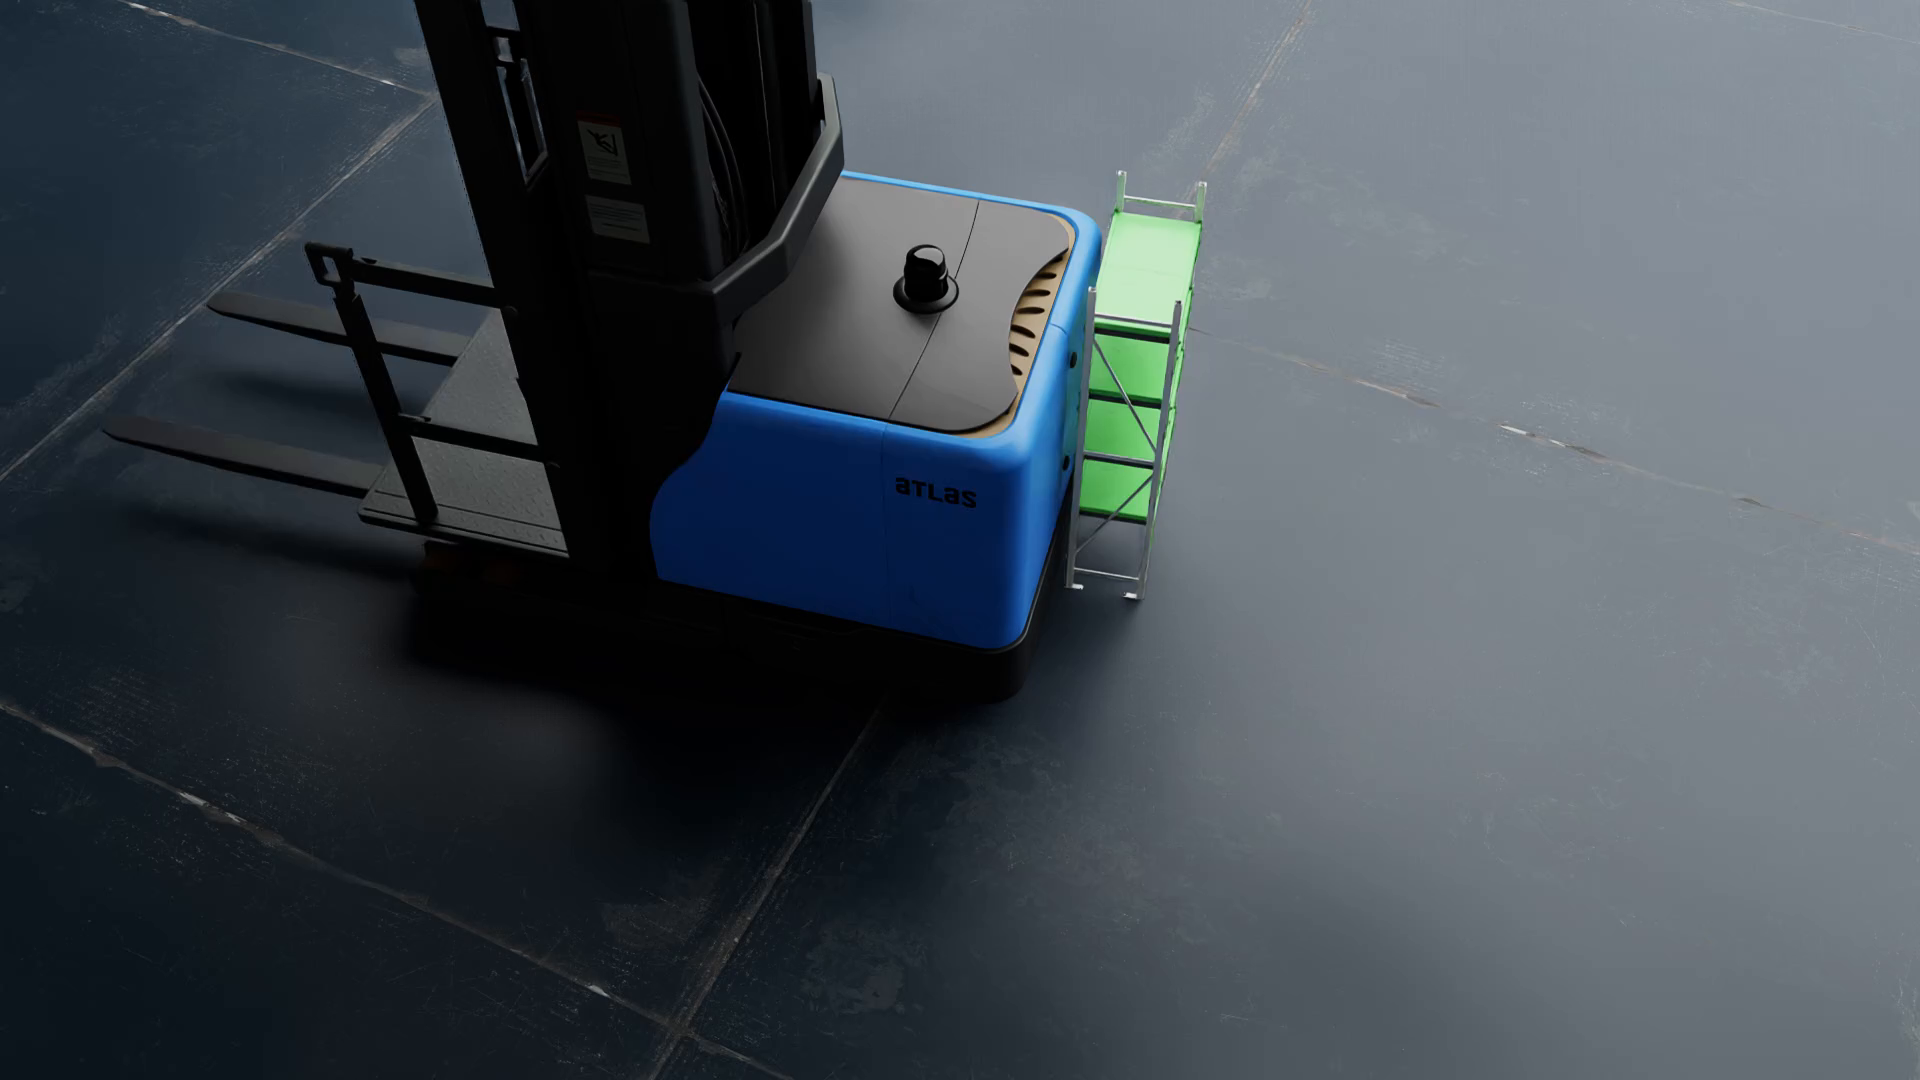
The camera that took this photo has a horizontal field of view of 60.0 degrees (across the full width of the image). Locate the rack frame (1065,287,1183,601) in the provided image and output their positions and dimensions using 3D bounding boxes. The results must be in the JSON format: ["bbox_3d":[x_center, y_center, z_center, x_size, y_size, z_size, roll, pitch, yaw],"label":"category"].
[{"bbox_3d":[0.444,-0.228,4.656,0.240,1.200,0.015,10,50,8],"label":"rack frame"}]

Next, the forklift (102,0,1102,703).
[{"bbox_3d":[-1.167,-1.102,4.263,3.031,2.935,1.130,12,51,10],"label":"forklift"}]

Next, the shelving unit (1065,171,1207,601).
[{"bbox_3d":[0.496,-0.409,4.811,0.258,1.200,0.503,10,50,8],"label":"shelving unit"}]

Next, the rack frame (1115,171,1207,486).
[{"bbox_3d":[0.549,-0.591,4.965,0.240,1.200,0.015,10,50,8],"label":"rack frame"}]

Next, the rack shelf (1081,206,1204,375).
[{"bbox_3d":[0.496,-0.679,4.494,0.258,0.148,0.480,10,50,8],"label":"rack shelf"}]

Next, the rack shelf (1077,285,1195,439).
[{"bbox_3d":[0.496,-0.524,4.676,0.258,0.148,0.480,10,50,8],"label":"rack shelf"}]

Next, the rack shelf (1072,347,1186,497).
[{"bbox_3d":[0.496,-0.368,4.859,0.258,0.148,0.480,10,50,8],"label":"rack shelf"}]

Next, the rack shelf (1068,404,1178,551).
[{"bbox_3d":[0.496,-0.213,5.042,0.258,0.148,0.480,10,50,8],"label":"rack shelf"}]
